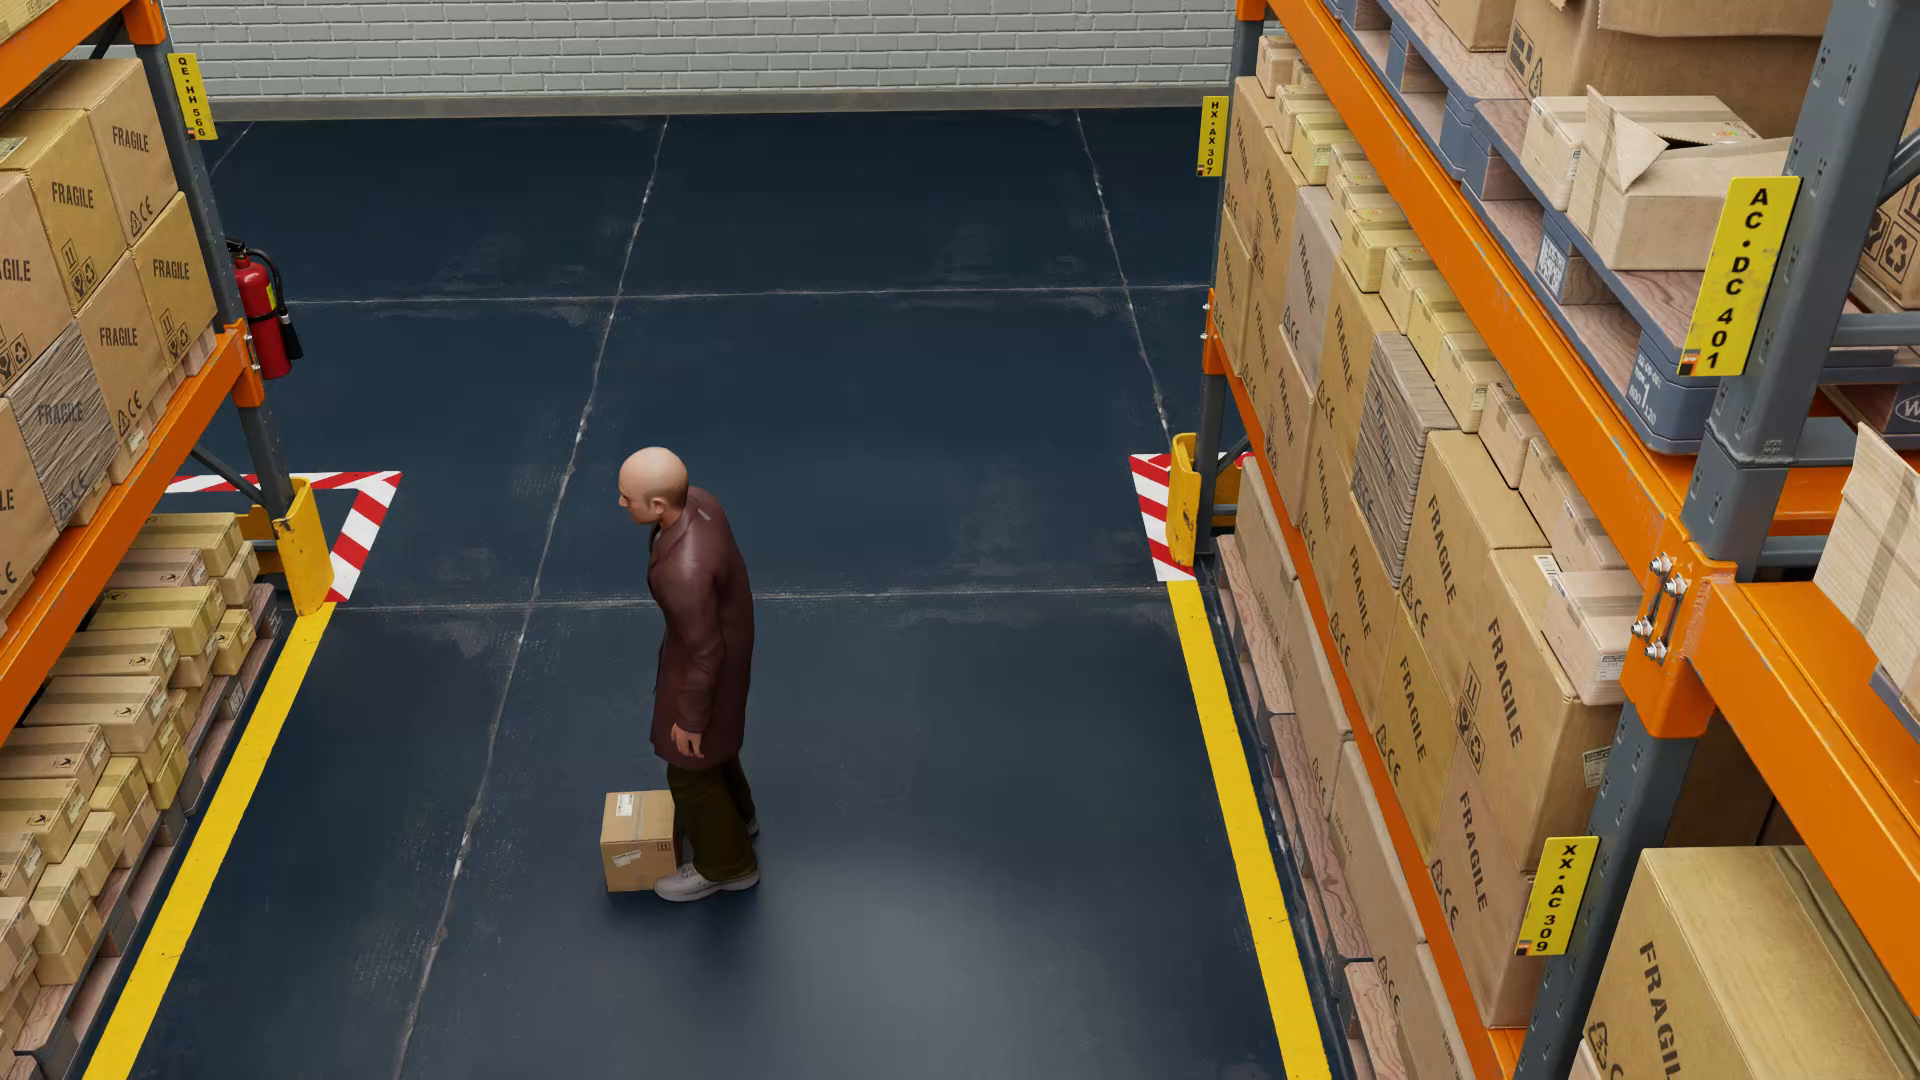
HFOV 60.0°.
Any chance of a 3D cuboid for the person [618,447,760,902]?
[{"bbox_3d":[-0.882,0.443,5.522,0.429,1.772,0.643,-3,35,-5],"label":"person"}]
